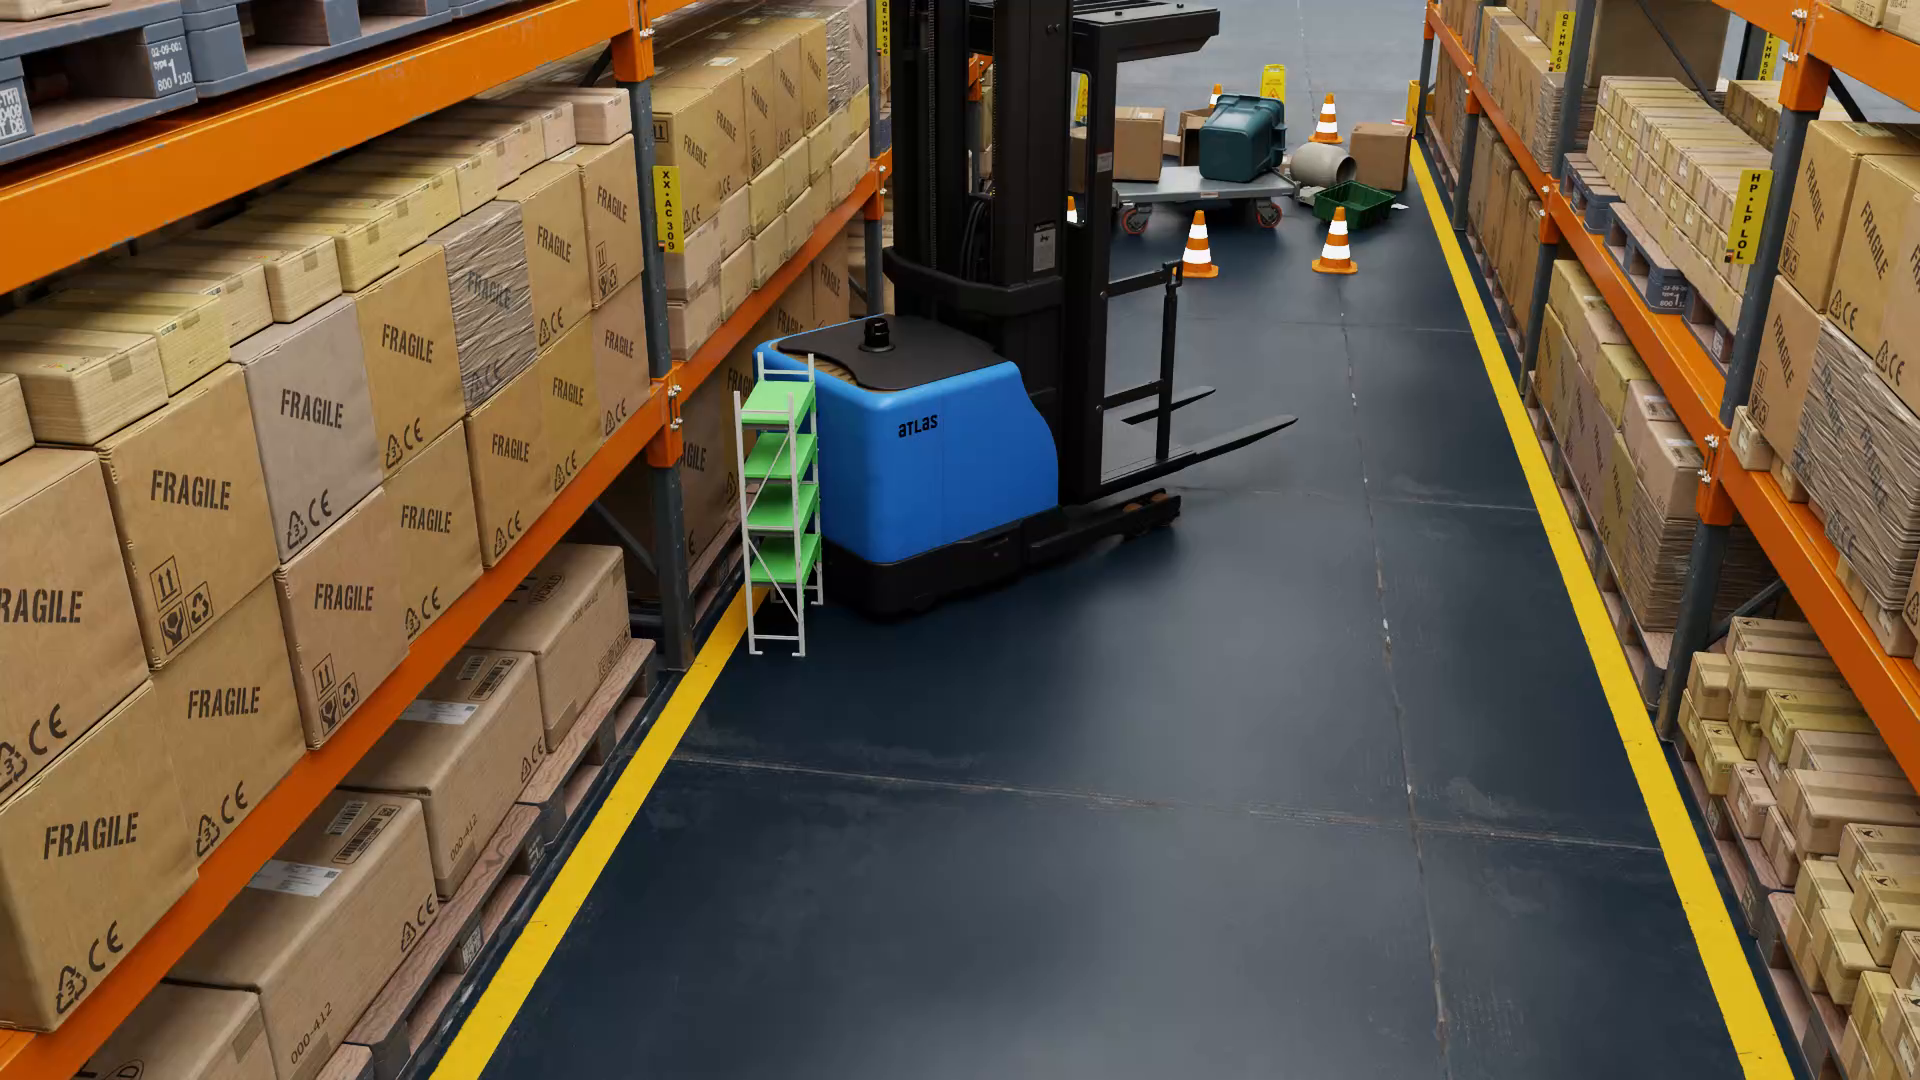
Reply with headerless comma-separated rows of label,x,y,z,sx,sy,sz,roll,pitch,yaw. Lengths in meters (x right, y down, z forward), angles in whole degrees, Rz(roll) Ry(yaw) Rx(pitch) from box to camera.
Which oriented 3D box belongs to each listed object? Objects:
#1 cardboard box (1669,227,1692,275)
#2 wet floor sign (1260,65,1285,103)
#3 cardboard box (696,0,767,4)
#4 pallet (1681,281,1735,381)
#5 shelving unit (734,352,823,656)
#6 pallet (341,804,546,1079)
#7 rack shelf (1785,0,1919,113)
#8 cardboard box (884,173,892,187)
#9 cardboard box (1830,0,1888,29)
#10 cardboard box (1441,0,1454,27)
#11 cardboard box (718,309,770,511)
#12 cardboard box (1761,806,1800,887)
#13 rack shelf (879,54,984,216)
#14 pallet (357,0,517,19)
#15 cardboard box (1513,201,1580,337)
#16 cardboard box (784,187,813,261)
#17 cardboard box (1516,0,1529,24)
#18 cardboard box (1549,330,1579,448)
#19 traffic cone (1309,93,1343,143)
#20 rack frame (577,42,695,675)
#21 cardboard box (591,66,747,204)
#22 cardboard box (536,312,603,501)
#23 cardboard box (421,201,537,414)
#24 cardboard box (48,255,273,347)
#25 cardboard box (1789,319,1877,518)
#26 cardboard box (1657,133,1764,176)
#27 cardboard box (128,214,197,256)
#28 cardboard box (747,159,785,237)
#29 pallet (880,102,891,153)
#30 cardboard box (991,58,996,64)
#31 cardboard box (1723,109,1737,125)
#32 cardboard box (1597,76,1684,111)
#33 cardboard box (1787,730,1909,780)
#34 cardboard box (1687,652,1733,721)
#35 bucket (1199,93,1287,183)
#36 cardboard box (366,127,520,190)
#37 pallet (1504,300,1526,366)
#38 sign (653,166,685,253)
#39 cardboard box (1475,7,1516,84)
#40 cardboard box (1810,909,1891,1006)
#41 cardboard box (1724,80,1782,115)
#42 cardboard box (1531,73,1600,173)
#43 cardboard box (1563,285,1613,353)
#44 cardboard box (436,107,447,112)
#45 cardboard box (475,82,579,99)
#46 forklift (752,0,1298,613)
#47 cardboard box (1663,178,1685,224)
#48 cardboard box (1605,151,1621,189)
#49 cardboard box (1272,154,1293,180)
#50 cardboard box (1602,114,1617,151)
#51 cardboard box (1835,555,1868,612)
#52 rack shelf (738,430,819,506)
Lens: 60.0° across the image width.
cardboard box,3.294,-1.240,7.161,0.380,0.149,0.250,3,25,6
wet floor sign,3.271,-4.651,17.425,0.267,0.644,0.232,0,25,-1
cardboard box,-1.309,-2.832,9.464,0.500,0.500,0.500,3,25,7
pallet,3.527,-0.772,6.587,1.003,0.211,1.213,4,25,9
shelving unit,-0.769,-0.152,7.159,0.258,1.200,0.503,2,25,4
pallet,-2.040,1.238,5.357,1.003,0.211,1.213,4,25,9
rack shelf,2.932,-0.745,3.614,1.077,0.370,4.000,4,25,9
cardboard box,-0.531,-2.675,13.032,0.950,0.372,0.625,6,26,12
cardboard box,2.923,-1.664,4.906,0.500,0.250,0.500,5,26,11
cardboard box,4.920,-5.020,15.261,0.875,0.550,0.550,4,25,9
cardboard box,-1.479,-0.721,8.263,0.875,0.875,0.875,5,26,10
cardboard box,2.857,1.010,5.421,0.380,0.149,0.250,4,25,7
rack shelf,-0.661,-3.033,12.041,1.077,0.370,4.000,4,25,9
pallet,-1.785,-1.827,5.181,1.003,0.211,1.213,4,25,9
cardboard box,4.101,-1.642,10.378,1.050,0.750,0.750,4,25,8
cardboard box,-1.036,-1.586,8.277,0.500,0.250,0.500,4,25,8
cardboard box,4.409,-3.970,11.895,0.700,0.500,0.500,4,25,8
cardboard box,3.466,-0.791,8.856,0.500,0.500,0.500,4,25,9
traffic cone,3.732,-4.295,16.880,0.336,0.463,0.334,4,25,9
rack frame,-1.641,-0.850,6.527,1.000,3.000,0.127,4,25,9
cardboard box,-1.230,-1.727,7.103,0.500,0.500,0.500,4,25,8
cardboard box,-1.544,-0.468,5.593,0.500,0.500,0.500,3,25,7
cardboard box,-1.611,-0.706,4.923,0.500,0.500,0.500,4,25,9
cardboard box,-1.820,-0.538,3.799,0.380,0.149,0.250,4,25,9
cardboard box,2.855,-0.332,4.952,0.500,0.500,0.500,4,25,9
cardboard box,3.388,-1.734,7.516,0.380,0.149,0.250,4,25,8
cardboard box,-2.218,-0.779,4.313,0.380,0.149,0.250,5,26,10
cardboard box,-1.125,-1.602,7.721,0.500,0.250,0.500,4,25,9
pallet,-0.976,-2.741,10.794,1.213,0.211,1.003,4,25,9
cardboard box,0.191,-4.265,14.922,0.380,0.149,0.250,5,26,11
cardboard box,4.281,-2.195,8.851,0.380,0.149,0.250,5,25,10
cardboard box,3.645,-2.386,8.909,0.380,0.149,0.250,4,25,9
cardboard box,2.882,0.743,5.290,0.380,0.149,0.250,3,25,7
cardboard box,2.884,0.547,6.061,0.380,0.149,0.250,5,26,11
bucket,2.314,-3.317,13.868,0.726,0.611,0.620,13,38,26
cardboard box,-1.602,-1.177,5.165,0.380,0.149,0.250,4,25,8
pallet,4.116,-1.284,10.743,1.003,0.211,1.213,4,25,9
sign,-1.094,-1.240,6.246,0.100,0.325,0.005,4,25,9
cardboard box,4.215,-3.739,12.582,0.500,0.500,0.500,4,25,9
cardboard box,2.643,1.192,4.683,0.380,0.149,0.250,4,25,9
cardboard box,4.285,-2.331,8.791,0.380,0.149,0.250,3,25,6
cardboard box,3.721,-2.474,9.880,0.500,0.500,0.500,4,25,9
cardboard box,3.478,-1.136,8.707,0.500,0.250,0.500,4,25,8
cardboard box,-1.975,-1.419,5.682,0.380,0.149,0.250,4,25,9
cardboard box,-1.816,-1.552,6.730,0.500,0.500,0.500,5,26,10
forklift,0.486,-1.498,7.992,3.031,2.935,1.130,-19,31,-35
cardboard box,3.341,-1.492,7.349,0.380,0.149,0.250,4,25,9
cardboard box,3.553,-1.900,8.572,0.380,0.149,0.250,5,26,11
cardboard box,3.030,-3.503,15.421,0.396,0.266,0.258,8,26,18
cardboard box,3.593,-2.131,8.715,0.380,0.149,0.250,5,26,11
cardboard box,2.773,0.103,4.788,0.380,0.149,0.250,4,25,9
rack shelf,-0.769,-0.311,7.084,0.258,0.148,0.480,2,25,4
